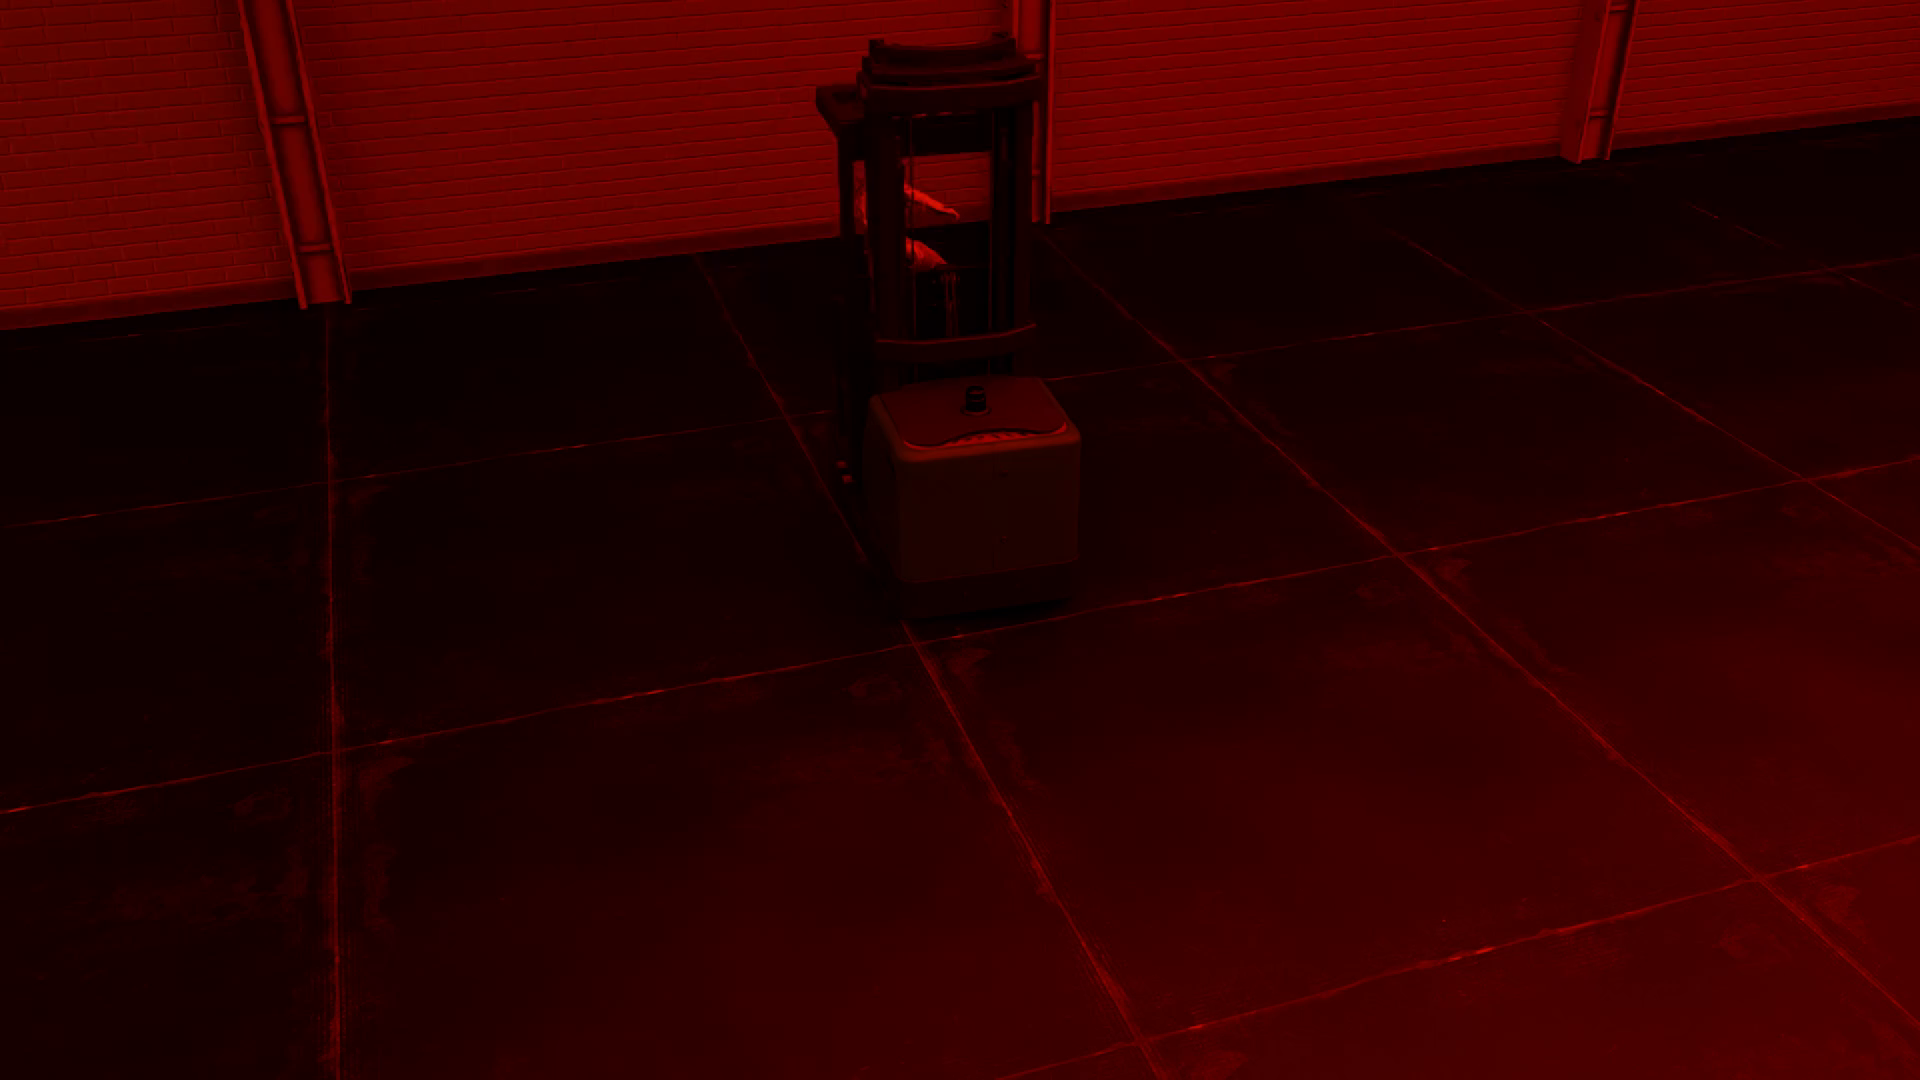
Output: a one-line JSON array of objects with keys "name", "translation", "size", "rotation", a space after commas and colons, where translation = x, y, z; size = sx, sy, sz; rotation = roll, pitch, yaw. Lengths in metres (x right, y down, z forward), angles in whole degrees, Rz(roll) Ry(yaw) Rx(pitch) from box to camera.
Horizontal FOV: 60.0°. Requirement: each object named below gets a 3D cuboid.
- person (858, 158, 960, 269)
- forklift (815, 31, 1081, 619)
[{"name": "person", "translation": [-0.394, -2.141, 12.272], "size": [0.695, 1.465, 0.894], "rotation": [19, 35, 29]}, {"name": "forklift", "translation": [-0.199, -1.557, 9.794], "size": [1.130, 2.935, 3.031], "rotation": [-7, 31, -13]}]
